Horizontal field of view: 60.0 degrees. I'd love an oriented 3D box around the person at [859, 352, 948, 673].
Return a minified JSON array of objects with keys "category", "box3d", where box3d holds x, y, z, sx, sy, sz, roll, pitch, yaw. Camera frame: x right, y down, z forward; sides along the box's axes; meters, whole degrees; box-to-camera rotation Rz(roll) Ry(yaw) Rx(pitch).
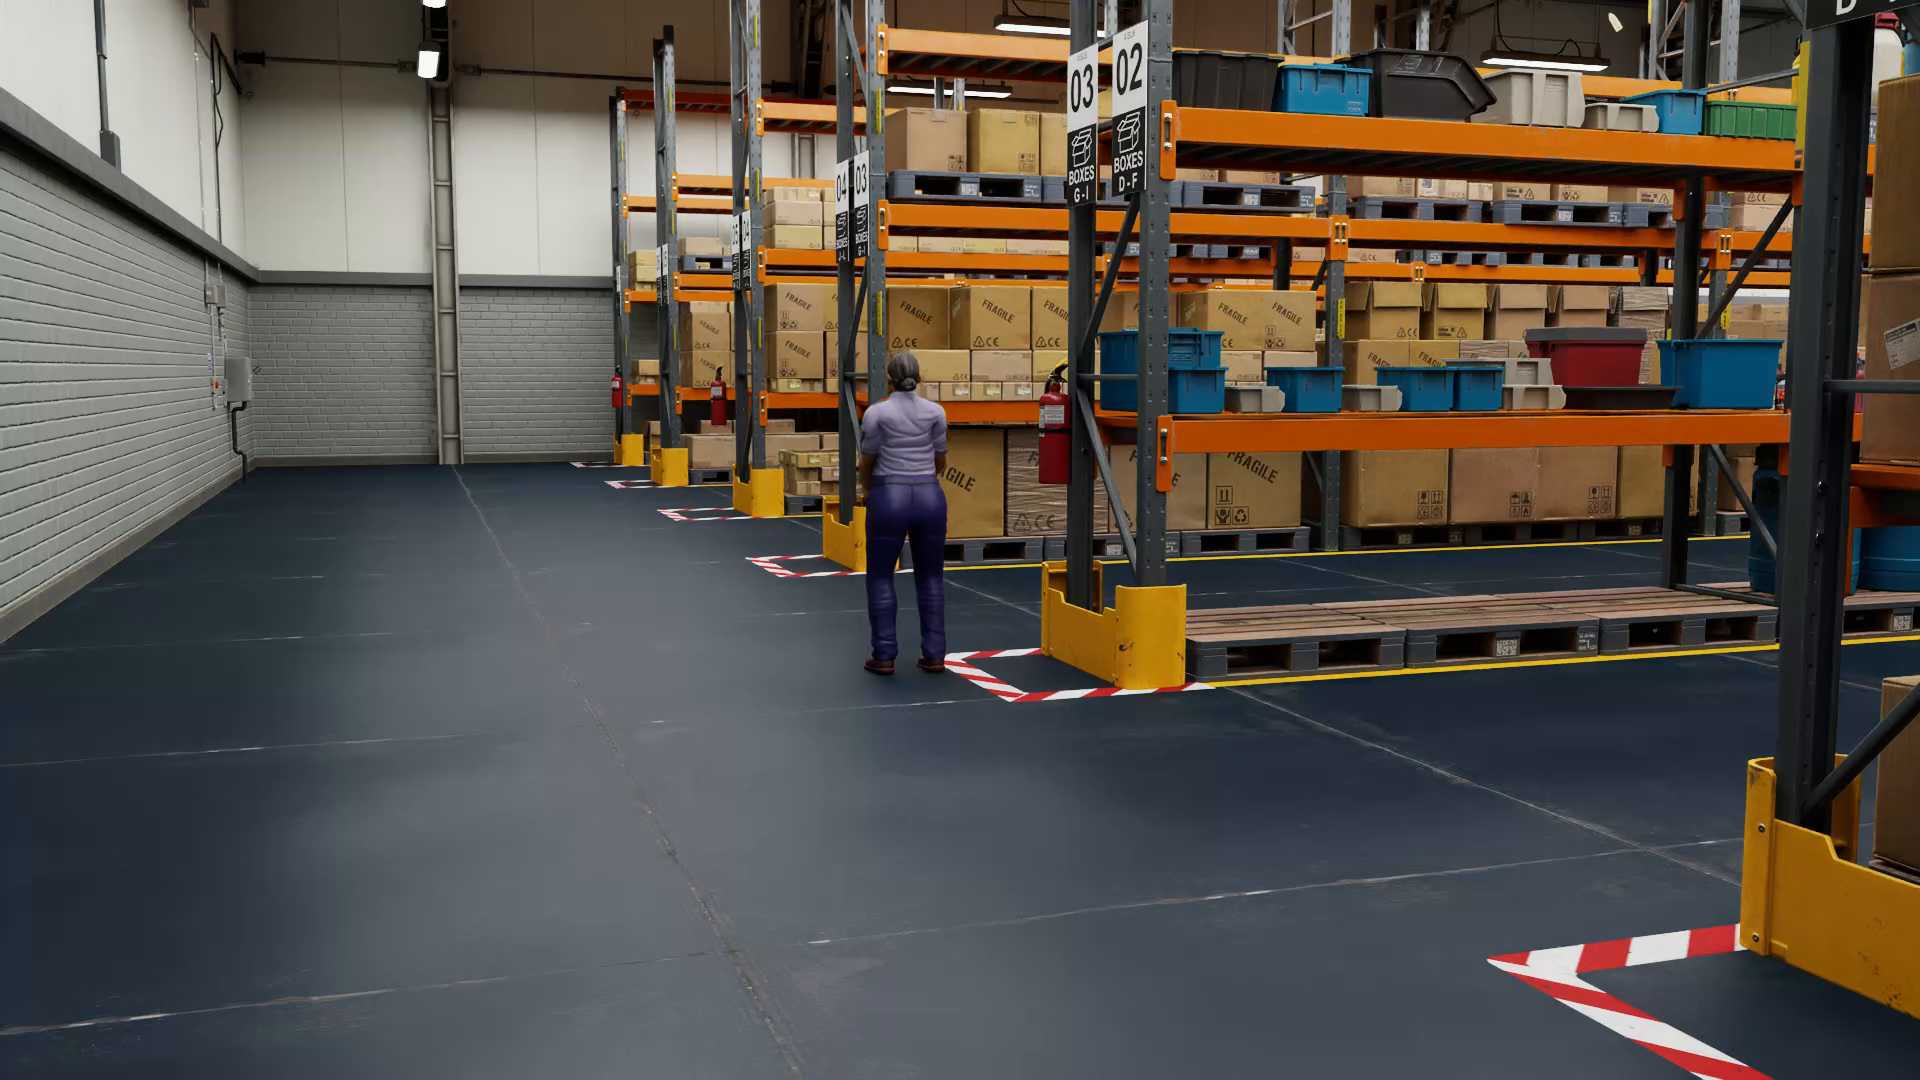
[{"category":"person","box3d":[-0.306,-0.147,8.593,0.460,1.640,0.518,-2,6,-15]}]
